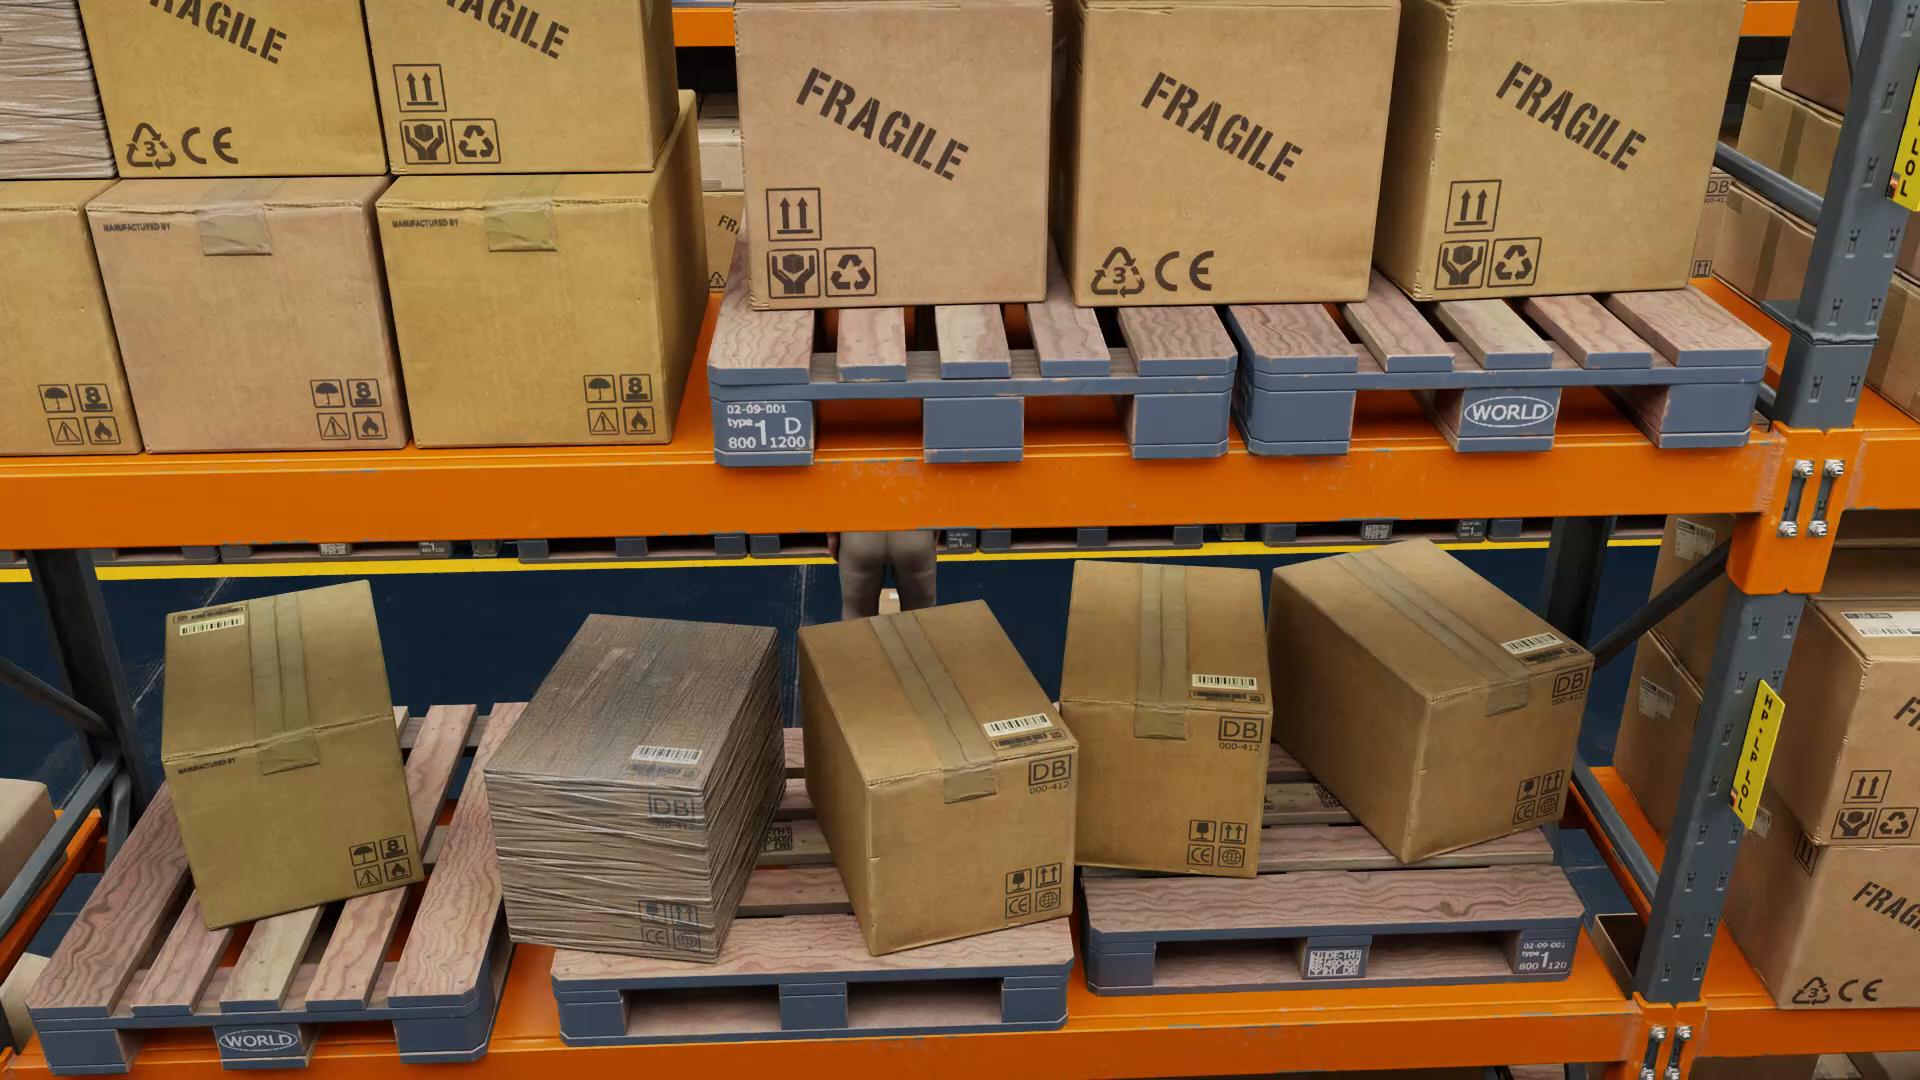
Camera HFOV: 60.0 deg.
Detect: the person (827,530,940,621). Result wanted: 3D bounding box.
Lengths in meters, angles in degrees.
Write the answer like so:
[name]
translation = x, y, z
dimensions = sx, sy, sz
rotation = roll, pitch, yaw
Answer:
[person]
translation = -0.332, -0.021, 7.188
dimensions = 0.528, 1.722, 0.360
rotation = -1, 27, -1
